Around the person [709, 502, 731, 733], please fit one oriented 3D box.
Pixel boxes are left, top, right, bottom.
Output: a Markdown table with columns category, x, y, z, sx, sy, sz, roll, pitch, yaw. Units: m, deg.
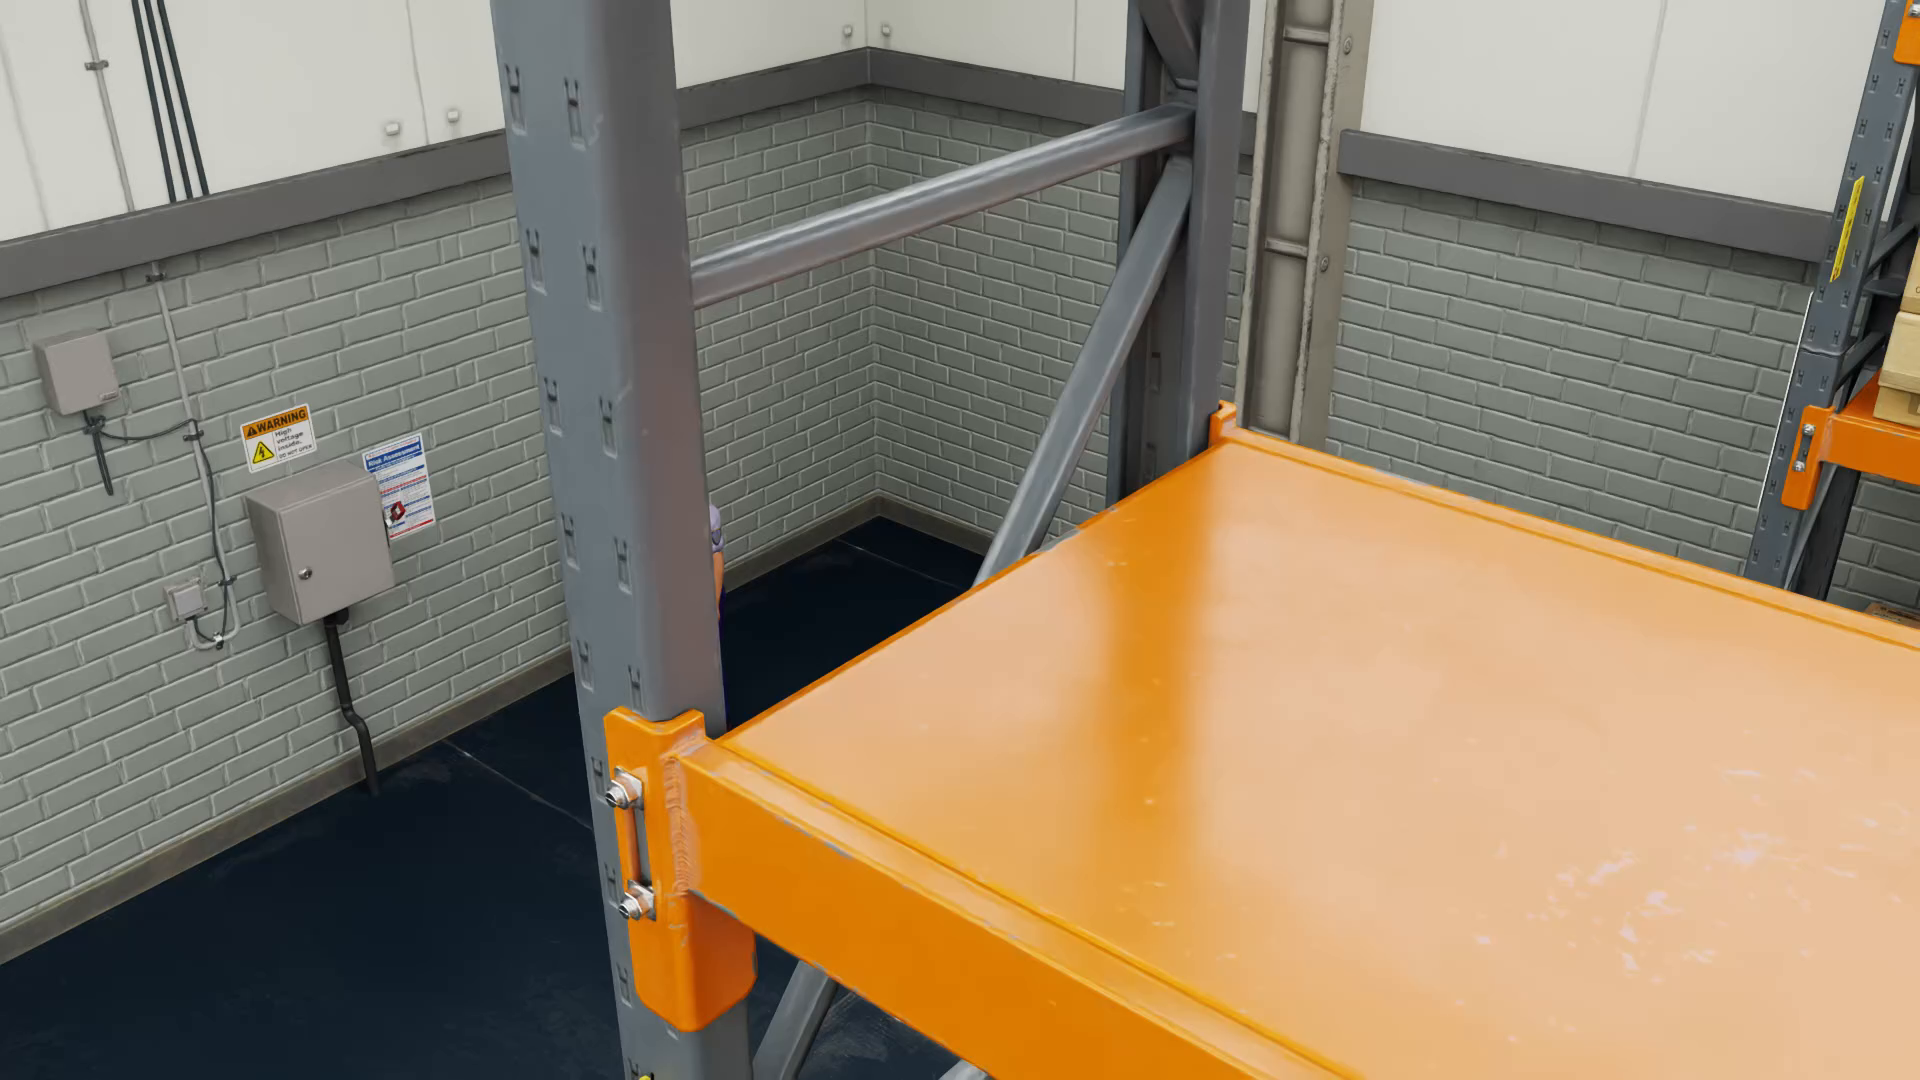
| category | x | y | z | sx | sy | sz | roll | pitch | yaw |
| --- | --- | --- | --- | --- | --- | --- | --- | --- | --- |
| person | -1.417 | 0.300 | 8.480 | 0.481 | 1.639 | 0.347 | 18 | 33 | 31 |
